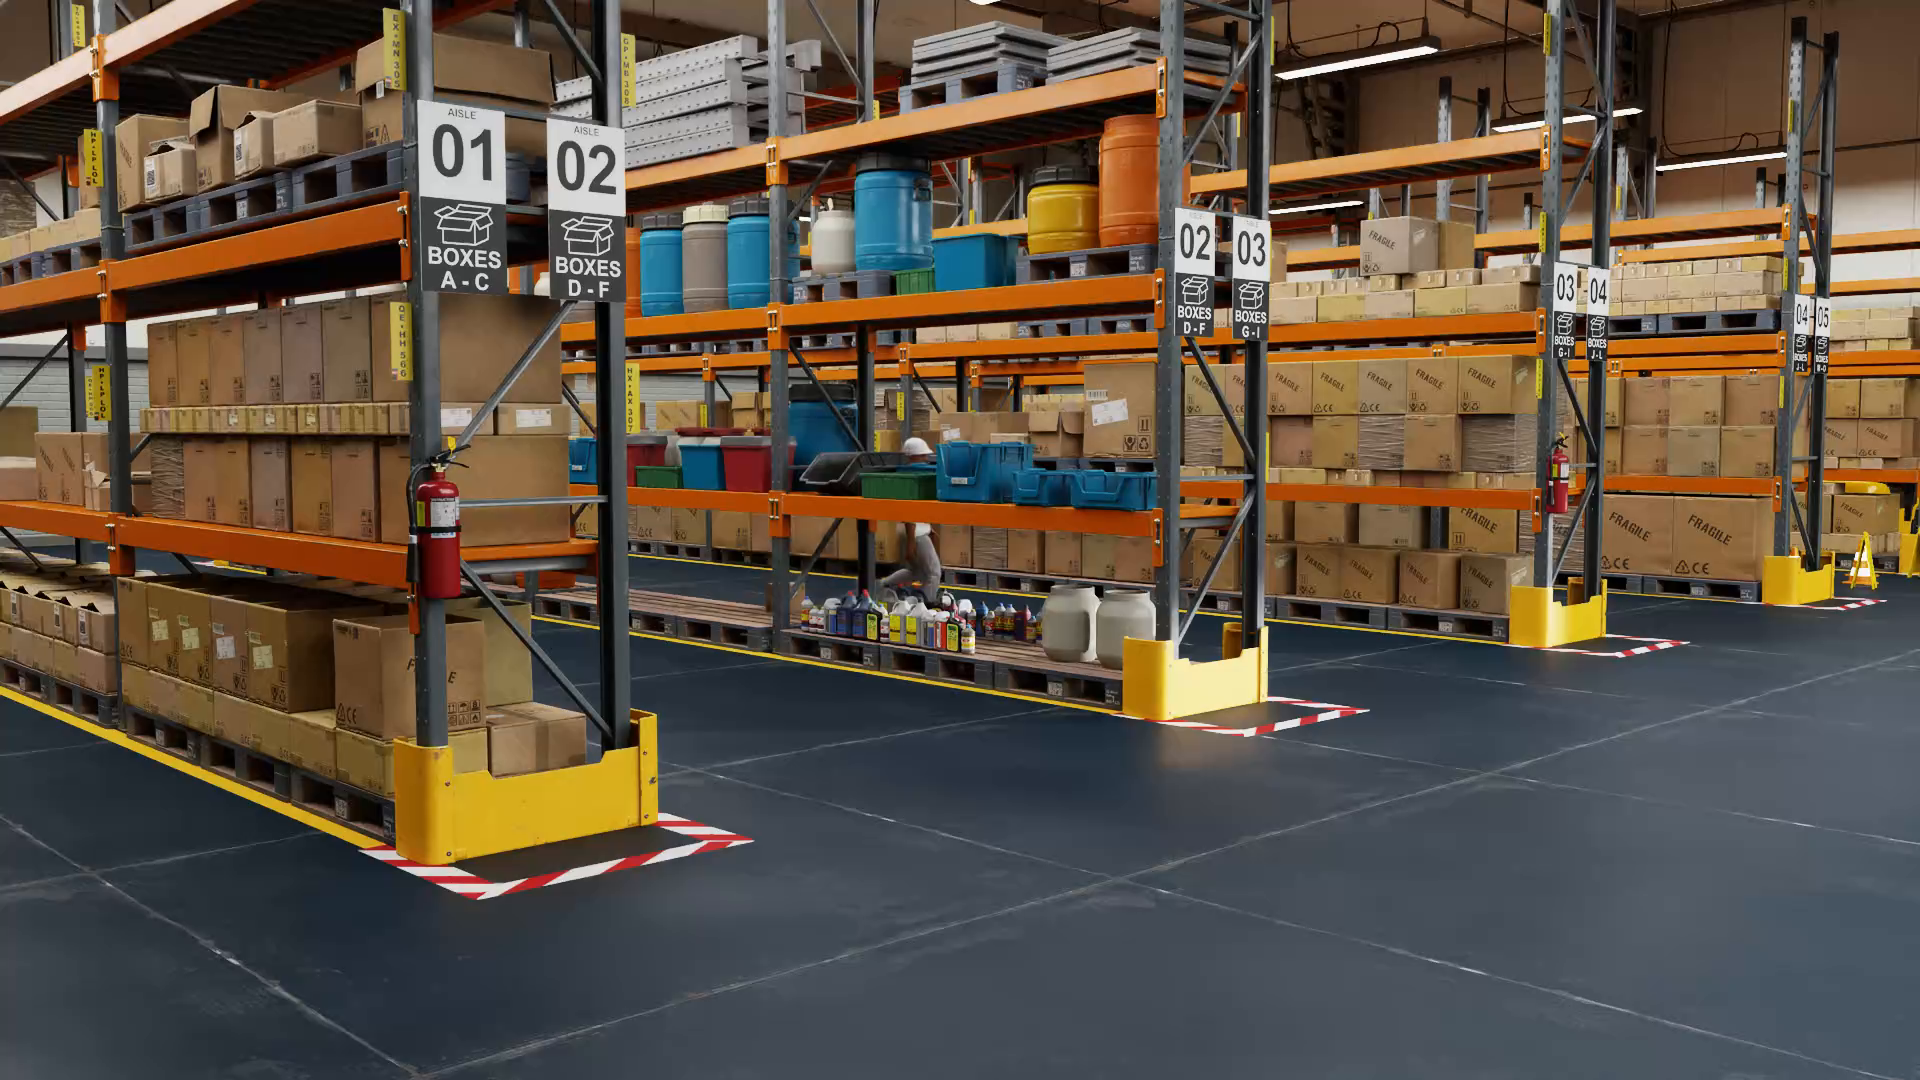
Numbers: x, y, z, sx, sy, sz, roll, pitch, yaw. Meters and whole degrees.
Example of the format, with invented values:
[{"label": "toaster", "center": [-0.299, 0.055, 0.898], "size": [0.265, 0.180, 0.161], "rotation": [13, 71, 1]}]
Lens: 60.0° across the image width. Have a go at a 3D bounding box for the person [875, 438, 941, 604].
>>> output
[{"label": "person", "center": [-0.444, -0.059, 15.032], "size": [0.879, 1.730, 0.645], "rotation": [0, 4, 0]}]
